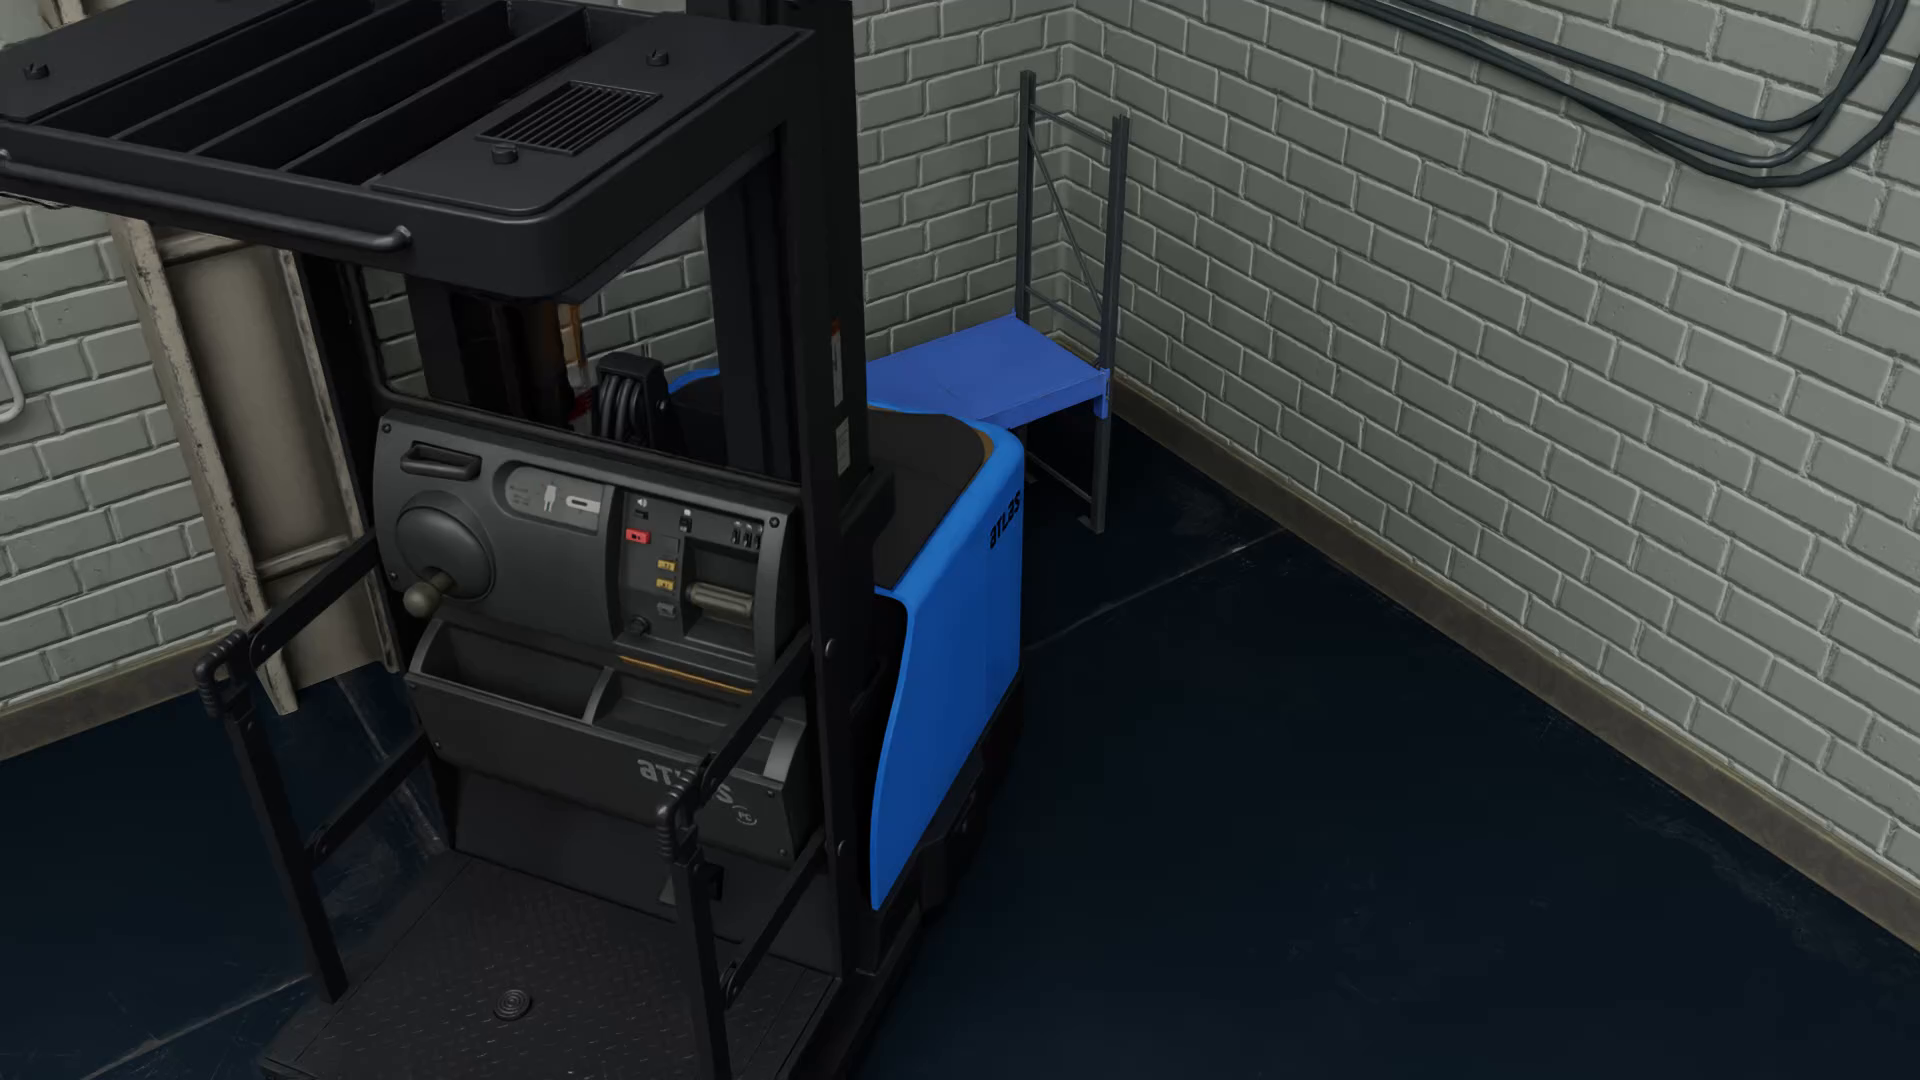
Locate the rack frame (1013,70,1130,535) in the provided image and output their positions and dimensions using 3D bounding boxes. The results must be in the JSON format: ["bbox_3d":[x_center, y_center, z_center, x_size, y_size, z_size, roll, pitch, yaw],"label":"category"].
[{"bbox_3d":[0.346,-0.751,5.510,0.032,1.500,0.500,-22,41,-28],"label":"rack frame"}]

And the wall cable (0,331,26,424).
[{"bbox_3d":[-3.182,-0.800,3.424,1.851,1.984,0.084,-22,41,-28],"label":"wall cable"}]

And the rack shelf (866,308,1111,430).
[{"bbox_3d":[-0.070,-0.434,5.377,1.000,0.185,0.538,-22,41,-28],"label":"rack shelf"}]

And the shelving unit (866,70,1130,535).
[{"bbox_3d":[-0.070,-0.580,5.272,1.048,1.500,0.538,-22,41,-28],"label":"shelving unit"}]

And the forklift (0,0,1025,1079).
[{"bbox_3d":[-0.842,0.084,3.123,1.130,2.935,3.031,13,38,18],"label":"forklift"}]

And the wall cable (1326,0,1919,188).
[{"bbox_3d":[1.145,-2.413,4.057,0.112,2.526,3.097,-22,41,-28],"label":"wall cable"}]
